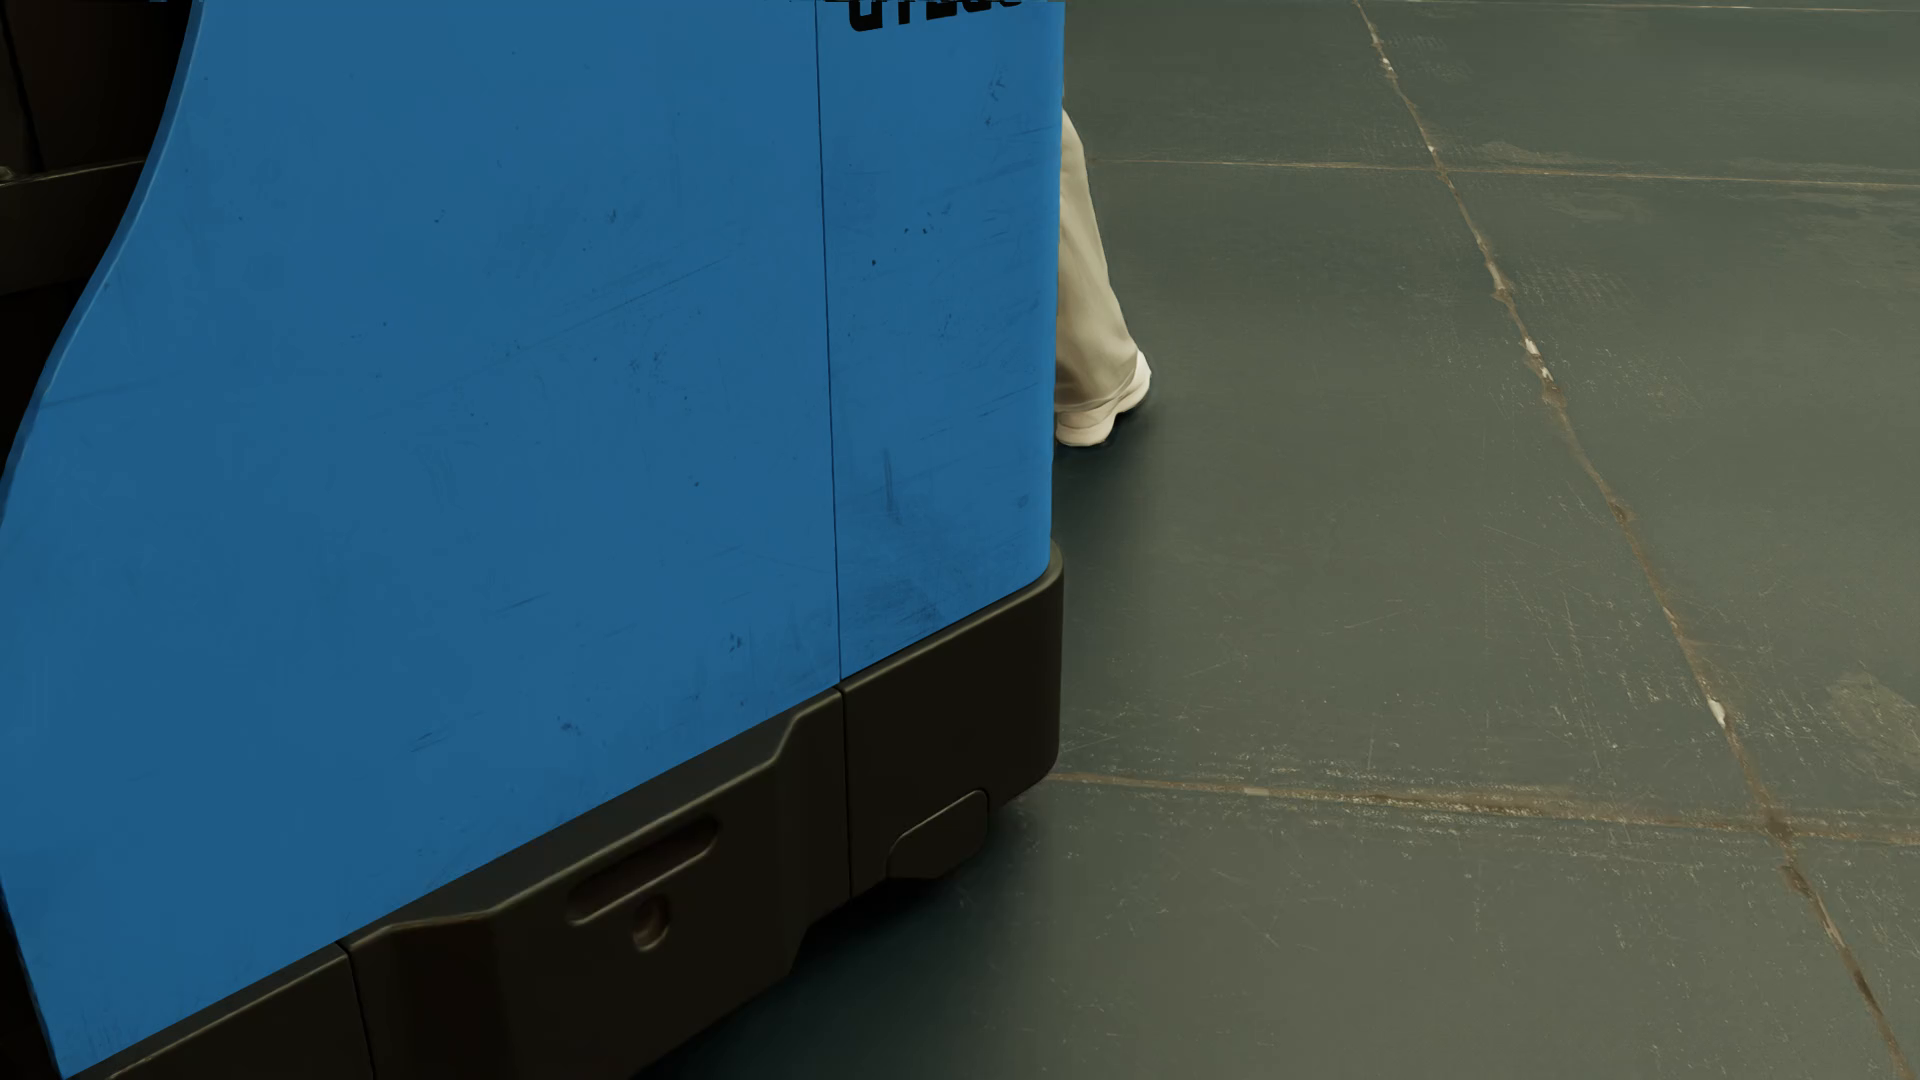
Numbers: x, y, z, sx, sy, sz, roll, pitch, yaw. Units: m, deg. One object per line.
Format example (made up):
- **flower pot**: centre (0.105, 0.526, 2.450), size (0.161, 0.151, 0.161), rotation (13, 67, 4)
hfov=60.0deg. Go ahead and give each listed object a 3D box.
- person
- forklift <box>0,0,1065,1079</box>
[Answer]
- **person**: centre (-0.085, -0.902, 2.618), size (0.756, 1.507, 0.713), rotation (13, 29, 25)
- **forklift**: centre (-1.271, -0.689, 0.598), size (1.130, 2.935, 3.031), rotation (23, 35, 38)
